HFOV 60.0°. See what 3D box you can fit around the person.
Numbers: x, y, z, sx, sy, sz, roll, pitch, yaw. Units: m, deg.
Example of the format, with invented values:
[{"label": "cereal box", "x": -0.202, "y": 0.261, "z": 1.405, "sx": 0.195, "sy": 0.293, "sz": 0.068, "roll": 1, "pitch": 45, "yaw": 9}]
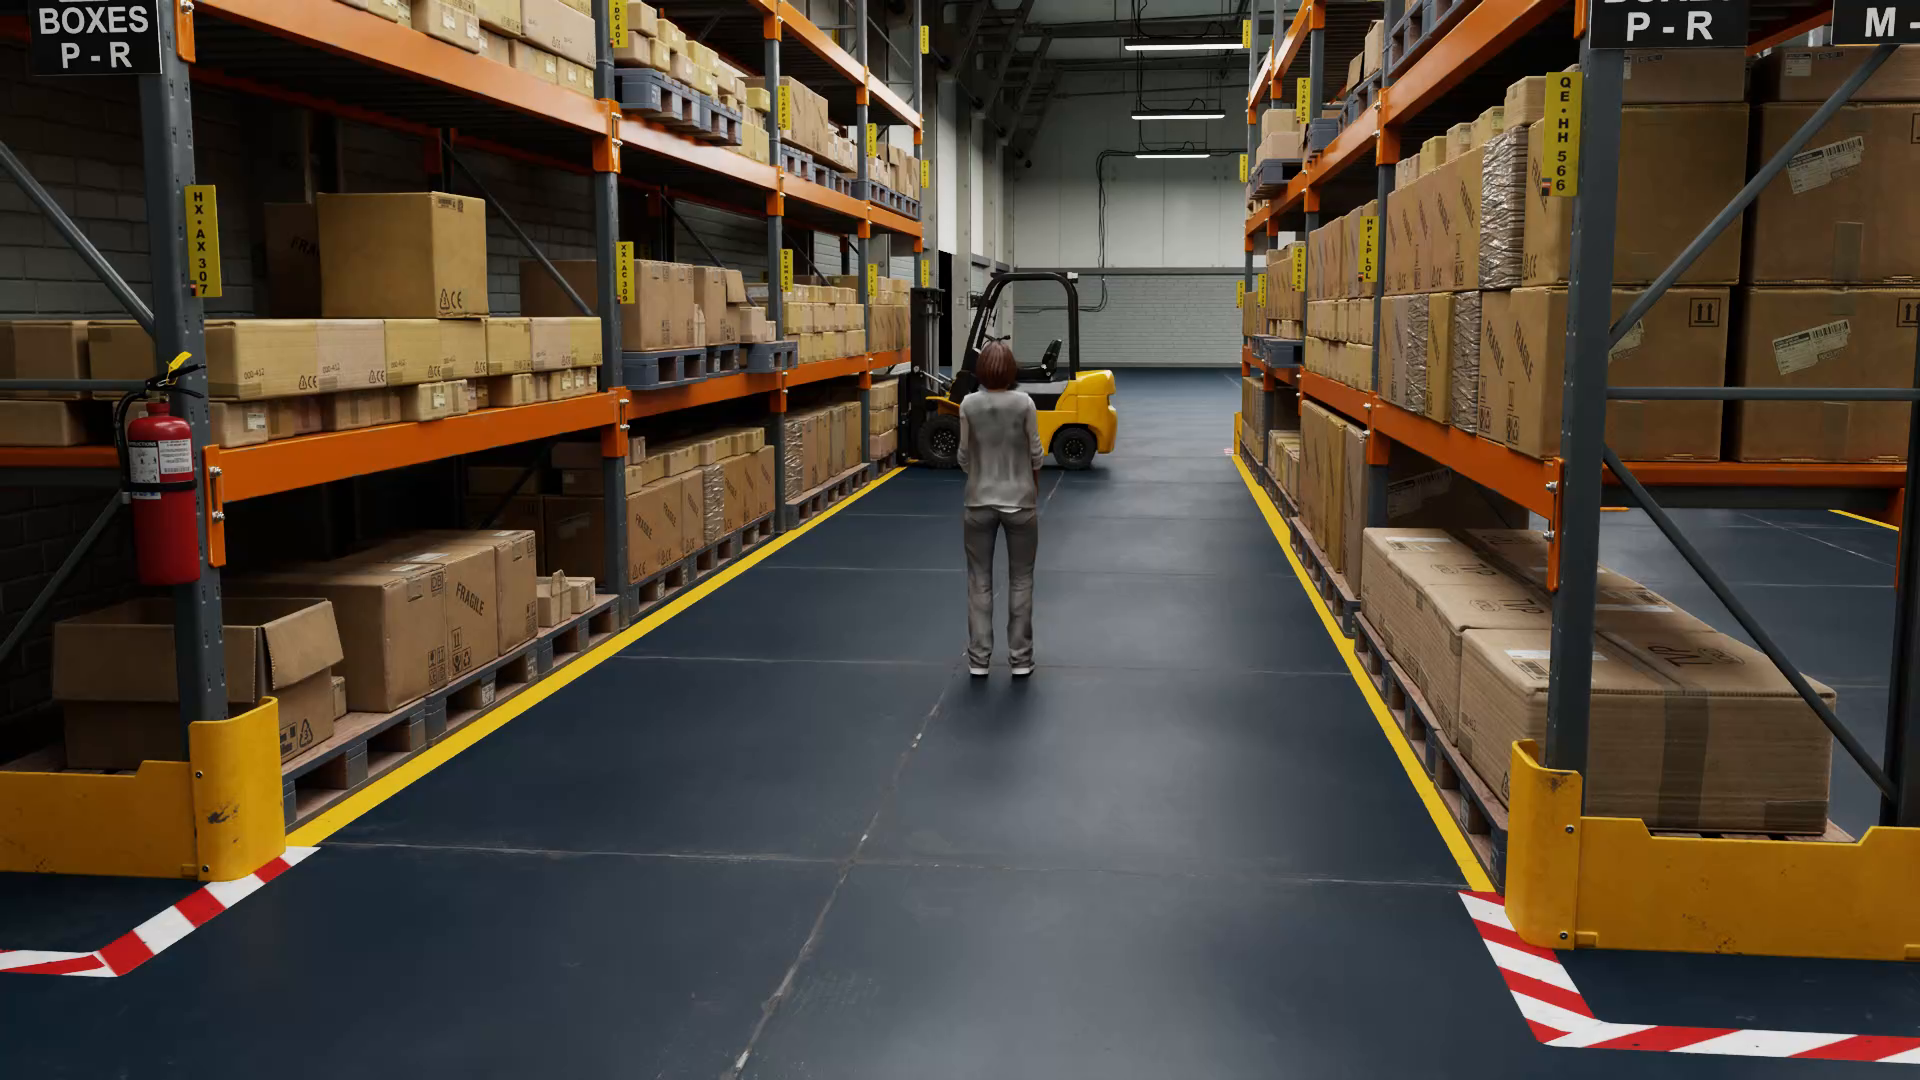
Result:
[{"label": "person", "x": 0.196, "y": -0.143, "z": 7.968, "sx": 0.412, "sy": 1.570, "sz": 0.488, "roll": 1, "pitch": 8, "yaw": 6}]
